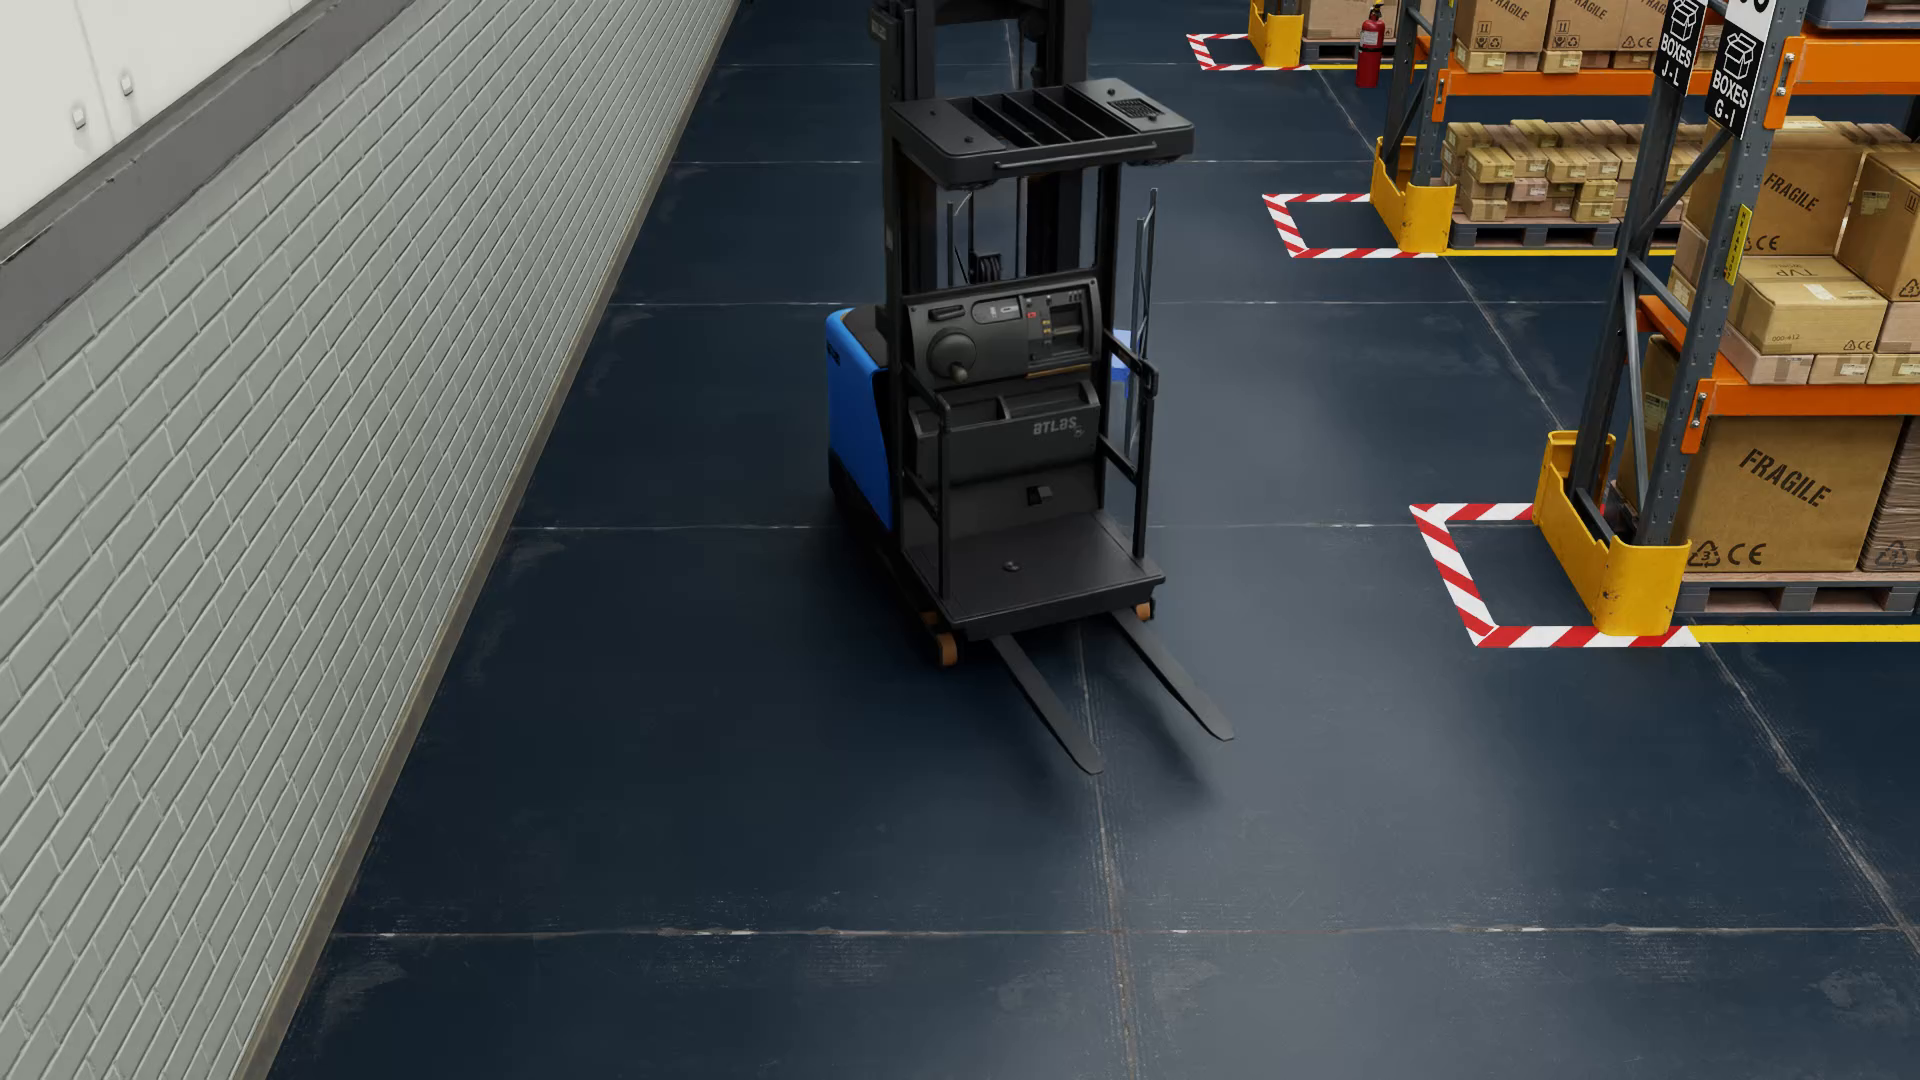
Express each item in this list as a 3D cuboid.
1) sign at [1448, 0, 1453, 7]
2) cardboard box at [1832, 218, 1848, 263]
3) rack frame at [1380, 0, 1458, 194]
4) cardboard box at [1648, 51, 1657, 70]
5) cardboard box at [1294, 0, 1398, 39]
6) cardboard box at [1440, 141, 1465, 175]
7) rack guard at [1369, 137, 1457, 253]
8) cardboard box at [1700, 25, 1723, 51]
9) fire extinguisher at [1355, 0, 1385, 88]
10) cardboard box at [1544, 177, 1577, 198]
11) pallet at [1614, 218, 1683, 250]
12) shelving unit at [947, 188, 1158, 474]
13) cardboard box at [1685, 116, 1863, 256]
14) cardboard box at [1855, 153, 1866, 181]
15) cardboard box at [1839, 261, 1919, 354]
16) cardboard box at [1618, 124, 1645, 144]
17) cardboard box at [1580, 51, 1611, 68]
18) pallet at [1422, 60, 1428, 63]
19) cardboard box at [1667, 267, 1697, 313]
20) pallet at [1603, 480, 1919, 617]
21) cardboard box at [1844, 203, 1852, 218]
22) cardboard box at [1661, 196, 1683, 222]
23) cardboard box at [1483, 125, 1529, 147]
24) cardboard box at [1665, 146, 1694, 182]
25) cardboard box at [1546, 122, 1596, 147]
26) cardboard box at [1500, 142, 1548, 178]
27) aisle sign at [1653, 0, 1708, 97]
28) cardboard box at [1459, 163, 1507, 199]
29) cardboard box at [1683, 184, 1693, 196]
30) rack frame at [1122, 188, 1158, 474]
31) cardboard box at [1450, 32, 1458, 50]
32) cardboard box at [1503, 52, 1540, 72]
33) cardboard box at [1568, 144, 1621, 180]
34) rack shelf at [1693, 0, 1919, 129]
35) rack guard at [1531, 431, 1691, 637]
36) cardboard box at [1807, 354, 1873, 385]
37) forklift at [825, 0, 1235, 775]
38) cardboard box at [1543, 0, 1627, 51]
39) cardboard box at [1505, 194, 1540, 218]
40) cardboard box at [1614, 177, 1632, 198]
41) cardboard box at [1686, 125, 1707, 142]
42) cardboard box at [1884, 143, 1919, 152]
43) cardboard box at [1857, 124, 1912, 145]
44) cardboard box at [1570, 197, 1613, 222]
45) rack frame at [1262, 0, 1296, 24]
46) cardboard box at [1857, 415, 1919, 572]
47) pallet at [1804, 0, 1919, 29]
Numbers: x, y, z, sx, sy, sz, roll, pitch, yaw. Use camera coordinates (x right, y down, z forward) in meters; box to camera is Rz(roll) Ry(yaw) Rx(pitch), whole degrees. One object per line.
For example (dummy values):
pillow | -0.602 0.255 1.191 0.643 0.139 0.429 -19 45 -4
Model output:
sign | 3.345 -3.786 11.263 0.005 0.325 0.100 0 31 0
cardboard box | 4.260 -1.327 7.904 0.500 0.250 0.500 -1 31 -1
rack frame | 3.341 -3.697 11.951 0.127 3.000 1.000 0 31 0
cardboard box | 4.967 -3.462 11.806 0.250 0.149 0.380 -1 31 -1
cardboard box | 3.870 -5.402 16.827 0.875 0.438 0.875 -1 31 -2
cardboard box | 3.867 -2.934 12.752 0.250 0.149 0.380 -1 31 -2
rack guard | 3.417 -2.628 12.600 0.348 0.500 1.175 0 31 0
cardboard box | 5.327 -3.740 11.639 0.500 0.500 0.500 -1 31 -2
fire extinguisher | 3.087 -3.743 12.461 0.183 0.674 0.296 0 31 0
cardboard box | 4.385 -2.671 12.318 0.250 0.149 0.380 0 31 0
pallet | 5.447 -2.491 12.653 1.213 0.211 1.003 0 31 0
shelving unit | 0.500 -1.202 9.286 1.048 1.500 0.538 8 32 12
cardboard box | 3.756 -1.645 7.705 0.500 0.500 0.500 0 31 0
cardboard box | 6.483 -2.762 12.181 0.250 0.149 0.380 0 31 -1
cardboard box | 4.272 -1.053 7.452 0.500 0.250 0.500 -1 31 -1
cardboard box | 5.171 -3.024 12.612 0.250 0.149 0.380 -1 31 -2
cardboard box | 4.449 -3.488 11.849 0.250 0.149 0.380 1 31 2
pallet | 5.226 -5.117 16.981 1.213 0.211 1.003 0 31 0
cardboard box | 3.624 -1.188 8.059 0.250 0.149 0.380 0 31 1
pallet | 4.069 0.025 8.505 1.213 0.211 1.003 0 31 0
cardboard box | 6.427 -2.500 12.323 0.250 0.149 0.380 -1 31 -2
cardboard box | 5.137 -2.491 12.307 0.250 0.149 0.380 -2 31 -3
cardboard box | 4.121 -3.016 12.599 0.250 0.149 0.380 0 31 1
cardboard box | 5.183 -2.752 12.164 0.250 0.149 0.380 0 31 0
cardboard box | 4.638 -3.051 12.656 0.250 0.149 0.380 -1 31 -2
cardboard box | 4.142 -2.801 12.244 0.250 0.149 0.380 0 31 1
aisle sign | 3.196 -2.391 7.292 0.004 0.787 0.394 0 31 0
cardboard box | 3.867 -2.653 12.288 0.250 0.149 0.380 1 31 2
cardboard box | 5.448 -2.684 12.339 0.250 0.149 0.380 1 31 2
rack frame | 0.992 -1.137 9.178 0.032 1.500 0.500 8 32 12
cardboard box | 3.666 -3.737 12.260 0.250 0.149 0.380 0 31 0
cardboard box | 3.921 -3.443 11.775 0.250 0.149 0.380 1 31 1
cardboard box | 4.642 -2.779 12.208 0.250 0.149 0.380 -2 31 -3
rack shelf | 5.270 -2.105 7.129 4.000 0.370 1.077 0 31 0
rack guard | 3.246 -0.055 8.359 0.348 0.500 1.175 0 31 0
cardboard box | 3.884 -0.848 7.498 0.250 0.149 0.380 -1 31 -1
forklift | 0.291 -0.904 7.415 1.130 2.935 3.031 -11 33 -18
cardboard box | 4.327 -3.740 11.639 0.500 0.500 0.500 0 31 0
cardboard box | 4.128 -2.536 12.382 0.250 0.149 0.380 0 31 0
cardboard box | 4.907 -2.666 12.309 0.250 0.149 0.380 -2 31 -3
cardboard box | 5.679 -3.020 12.605 0.250 0.149 0.380 -1 31 -2
cardboard box | 6.987 -2.788 12.224 0.250 0.149 0.380 1 31 1
cardboard box | 6.995 -3.031 12.624 0.250 0.149 0.380 1 31 2
cardboard box | 4.633 -2.485 12.297 0.250 0.149 0.380 0 31 0
rack frame | 3.210 -6.264 16.183 0.127 3.000 1.000 0 31 0
cardboard box | 4.820 -0.441 8.229 0.875 0.875 0.875 0 31 0
pallet | 4.012 -2.376 6.968 1.213 0.211 1.003 0 31 0
